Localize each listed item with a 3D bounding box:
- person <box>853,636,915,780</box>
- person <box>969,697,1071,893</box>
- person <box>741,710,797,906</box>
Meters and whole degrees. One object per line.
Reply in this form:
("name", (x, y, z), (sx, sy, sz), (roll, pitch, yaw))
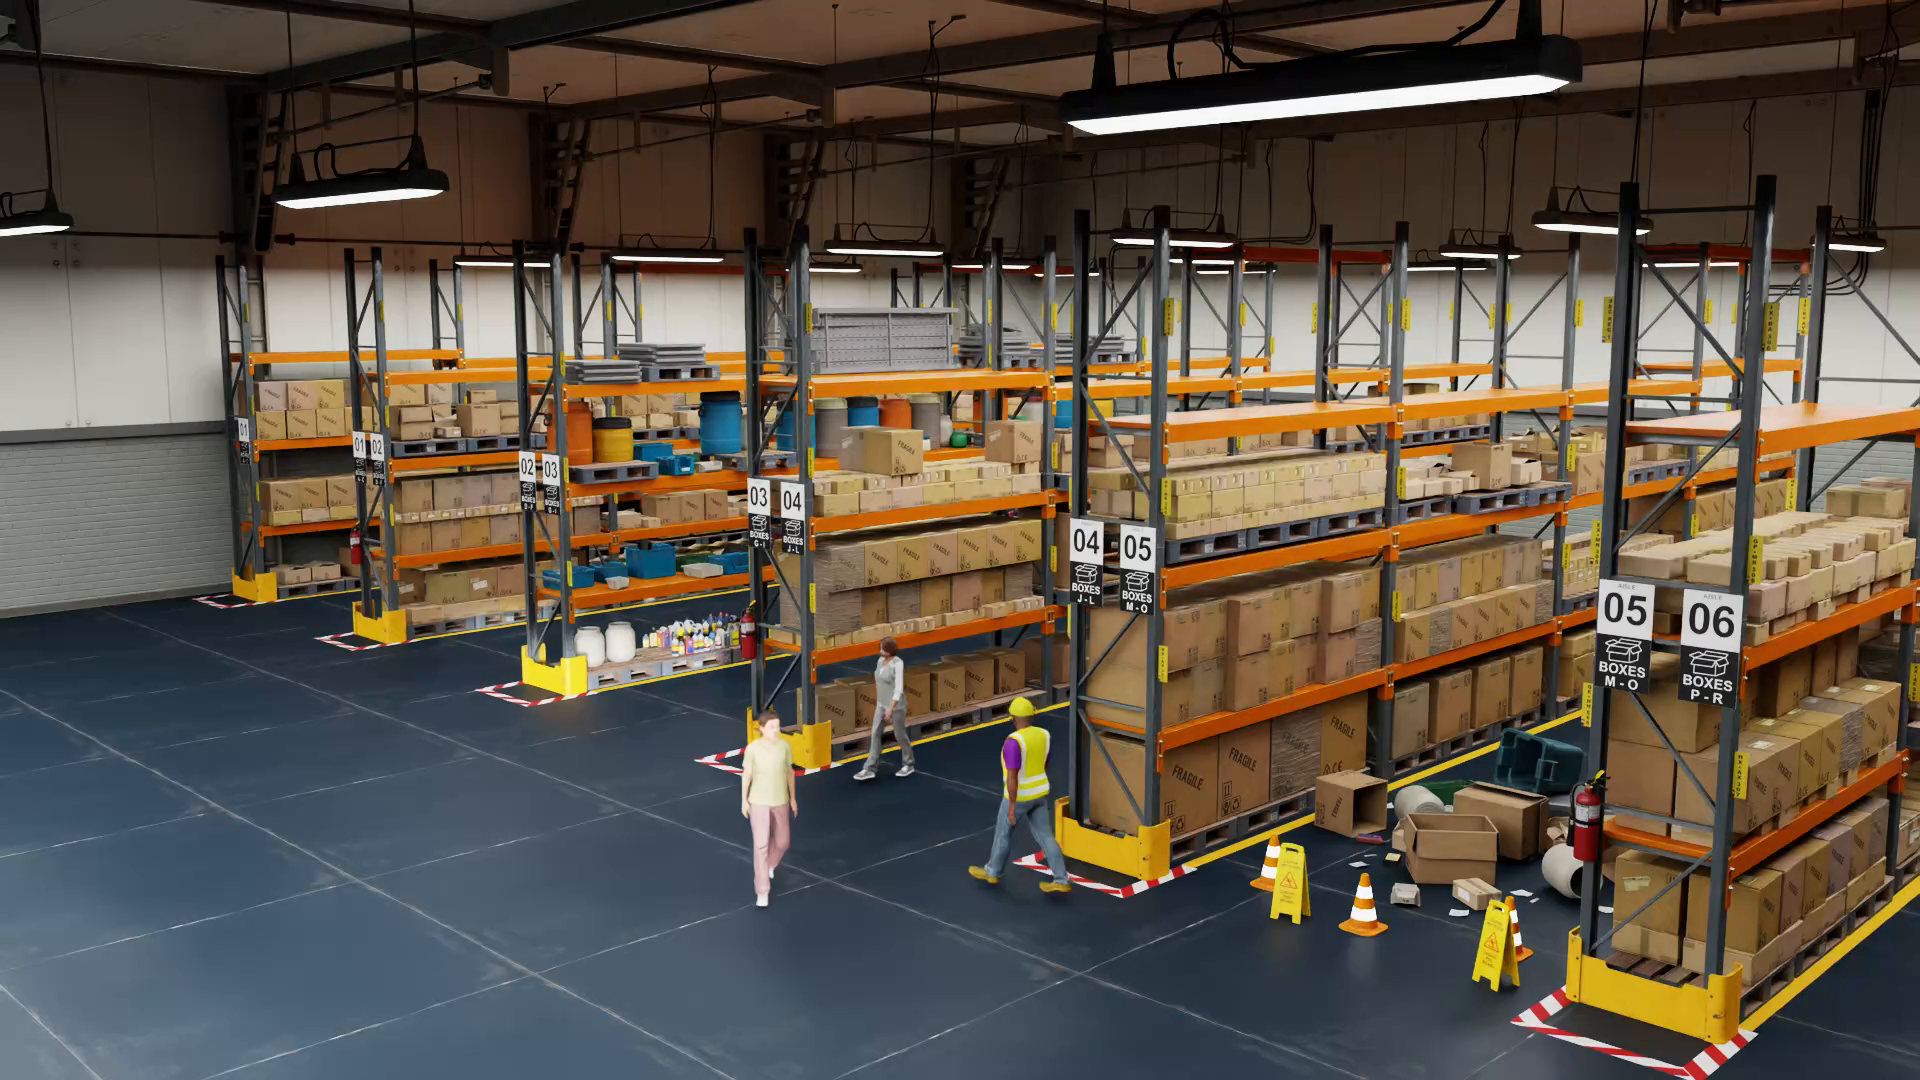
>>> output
("person", (-0.796, 1.827, 18.070), (0.764, 1.576, 0.456), (-7, 11, -41))
("person", (0.548, 2.211, 14.680), (0.615, 1.671, 1.007), (-8, 11, -43))
("person", (-1.679, 2.291, 14.597), (0.463, 1.653, 0.789), (-3, 9, -22))
